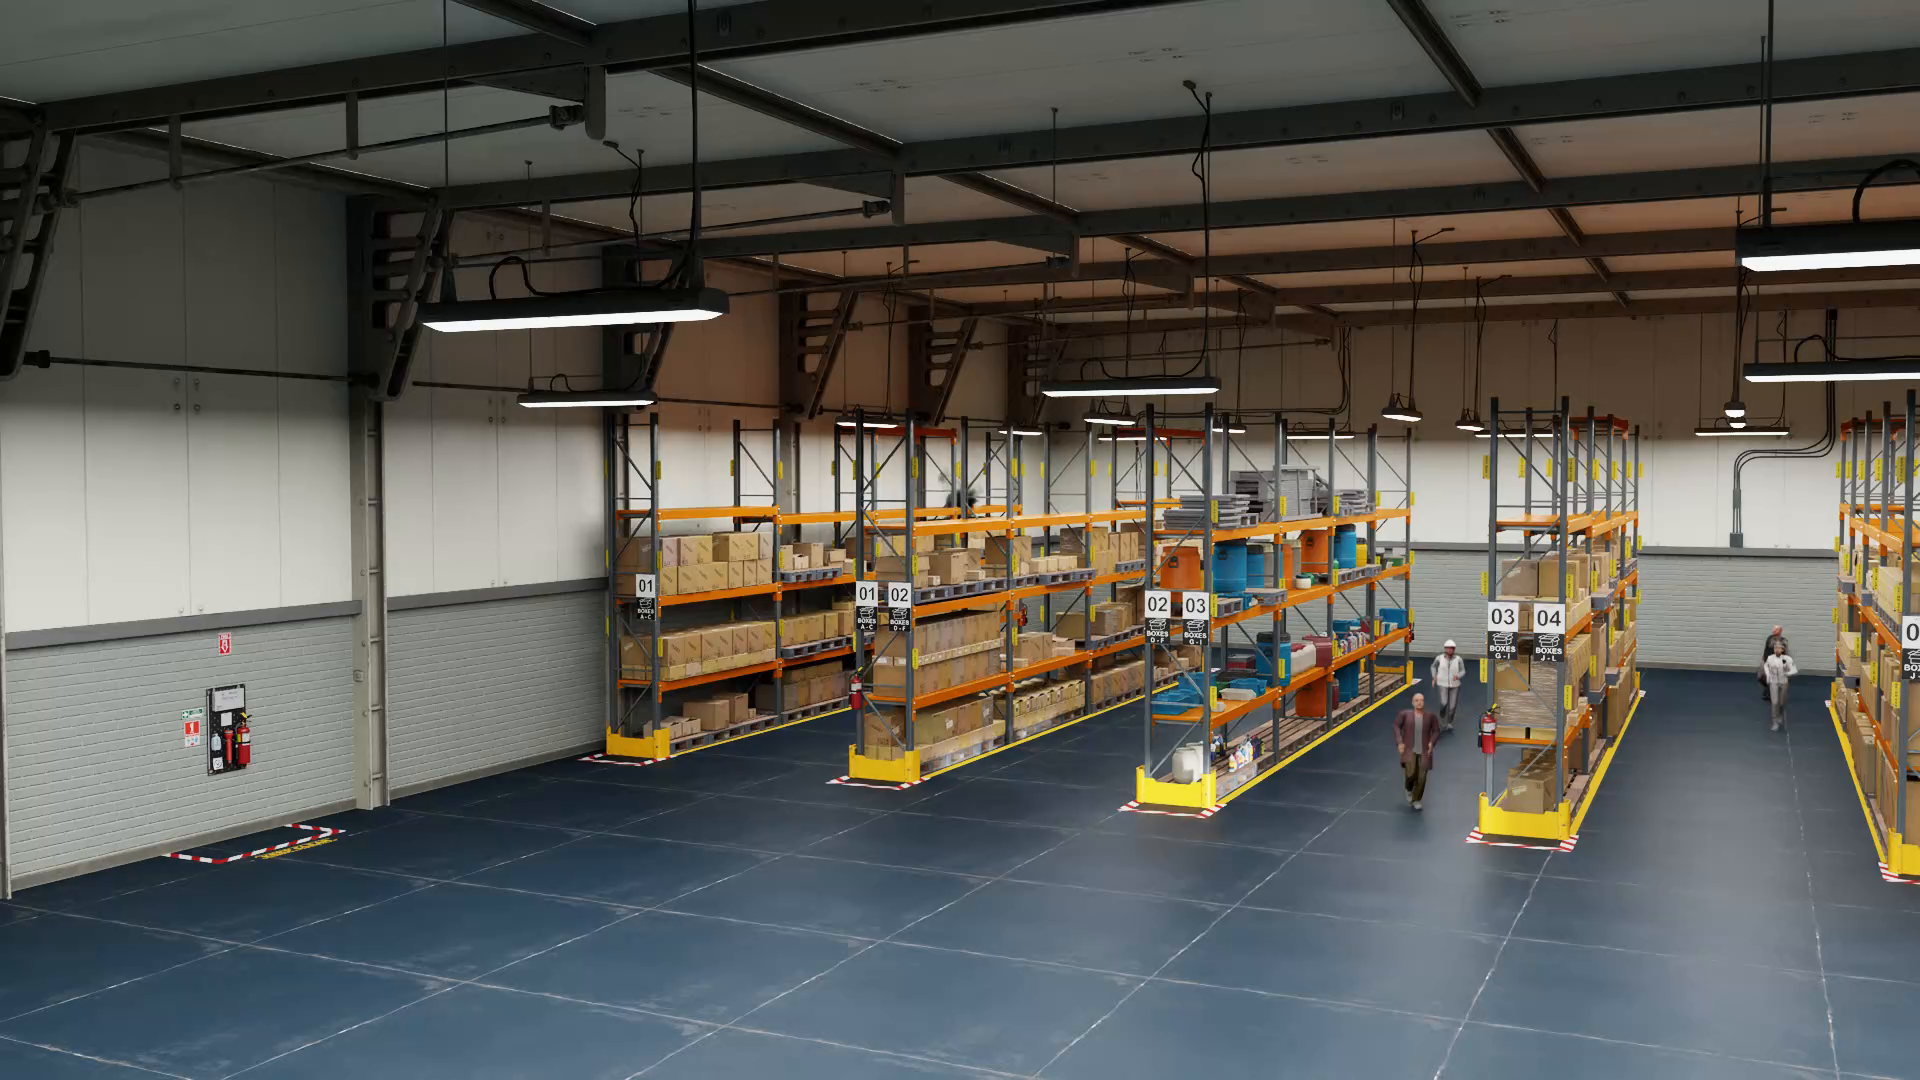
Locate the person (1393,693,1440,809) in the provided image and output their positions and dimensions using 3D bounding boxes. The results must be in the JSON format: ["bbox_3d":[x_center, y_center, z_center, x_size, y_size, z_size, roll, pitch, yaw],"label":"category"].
[{"bbox_3d":[6.736,3.115,24.494,0.660,1.715,0.632,0,2,9],"label":"person"}]

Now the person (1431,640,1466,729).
[{"bbox_3d":[9.354,2.779,31.847,0.630,1.728,0.733,1,2,12],"label":"person"}]

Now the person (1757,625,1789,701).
[{"bbox_3d":[17.581,2.663,35.953,0.535,1.661,0.710,-1,3,-29],"label":"person"}]

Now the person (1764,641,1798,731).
[{"bbox_3d":[15.886,2.807,32.210,0.602,1.706,0.863,1,3,30],"label":"person"}]
